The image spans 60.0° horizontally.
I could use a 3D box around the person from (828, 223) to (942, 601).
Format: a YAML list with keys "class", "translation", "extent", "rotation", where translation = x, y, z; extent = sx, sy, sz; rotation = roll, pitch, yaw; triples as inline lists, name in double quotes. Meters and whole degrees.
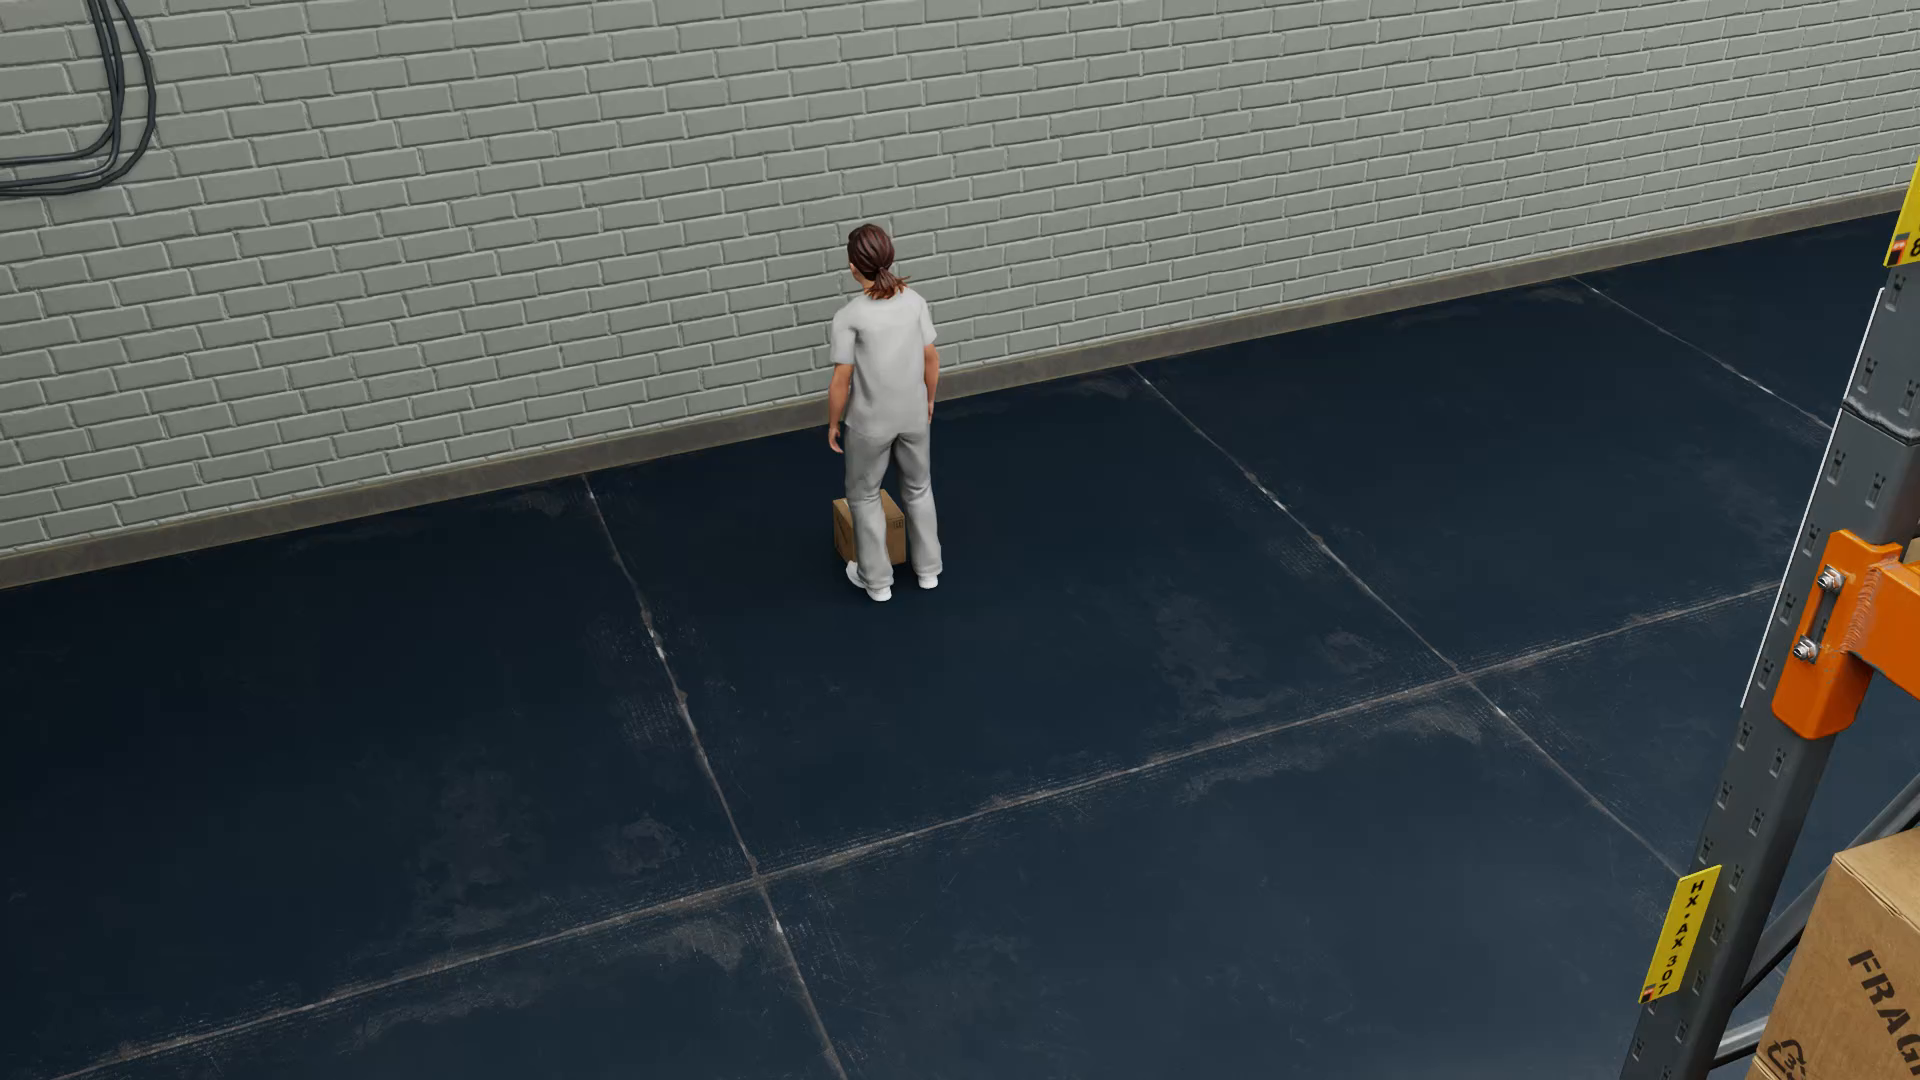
- class: "person"
  translation: [-0.309, -0.506, 6.905]
  extent: [0.514, 1.672, 0.357]
  rotation: [-15, 36, -21]
